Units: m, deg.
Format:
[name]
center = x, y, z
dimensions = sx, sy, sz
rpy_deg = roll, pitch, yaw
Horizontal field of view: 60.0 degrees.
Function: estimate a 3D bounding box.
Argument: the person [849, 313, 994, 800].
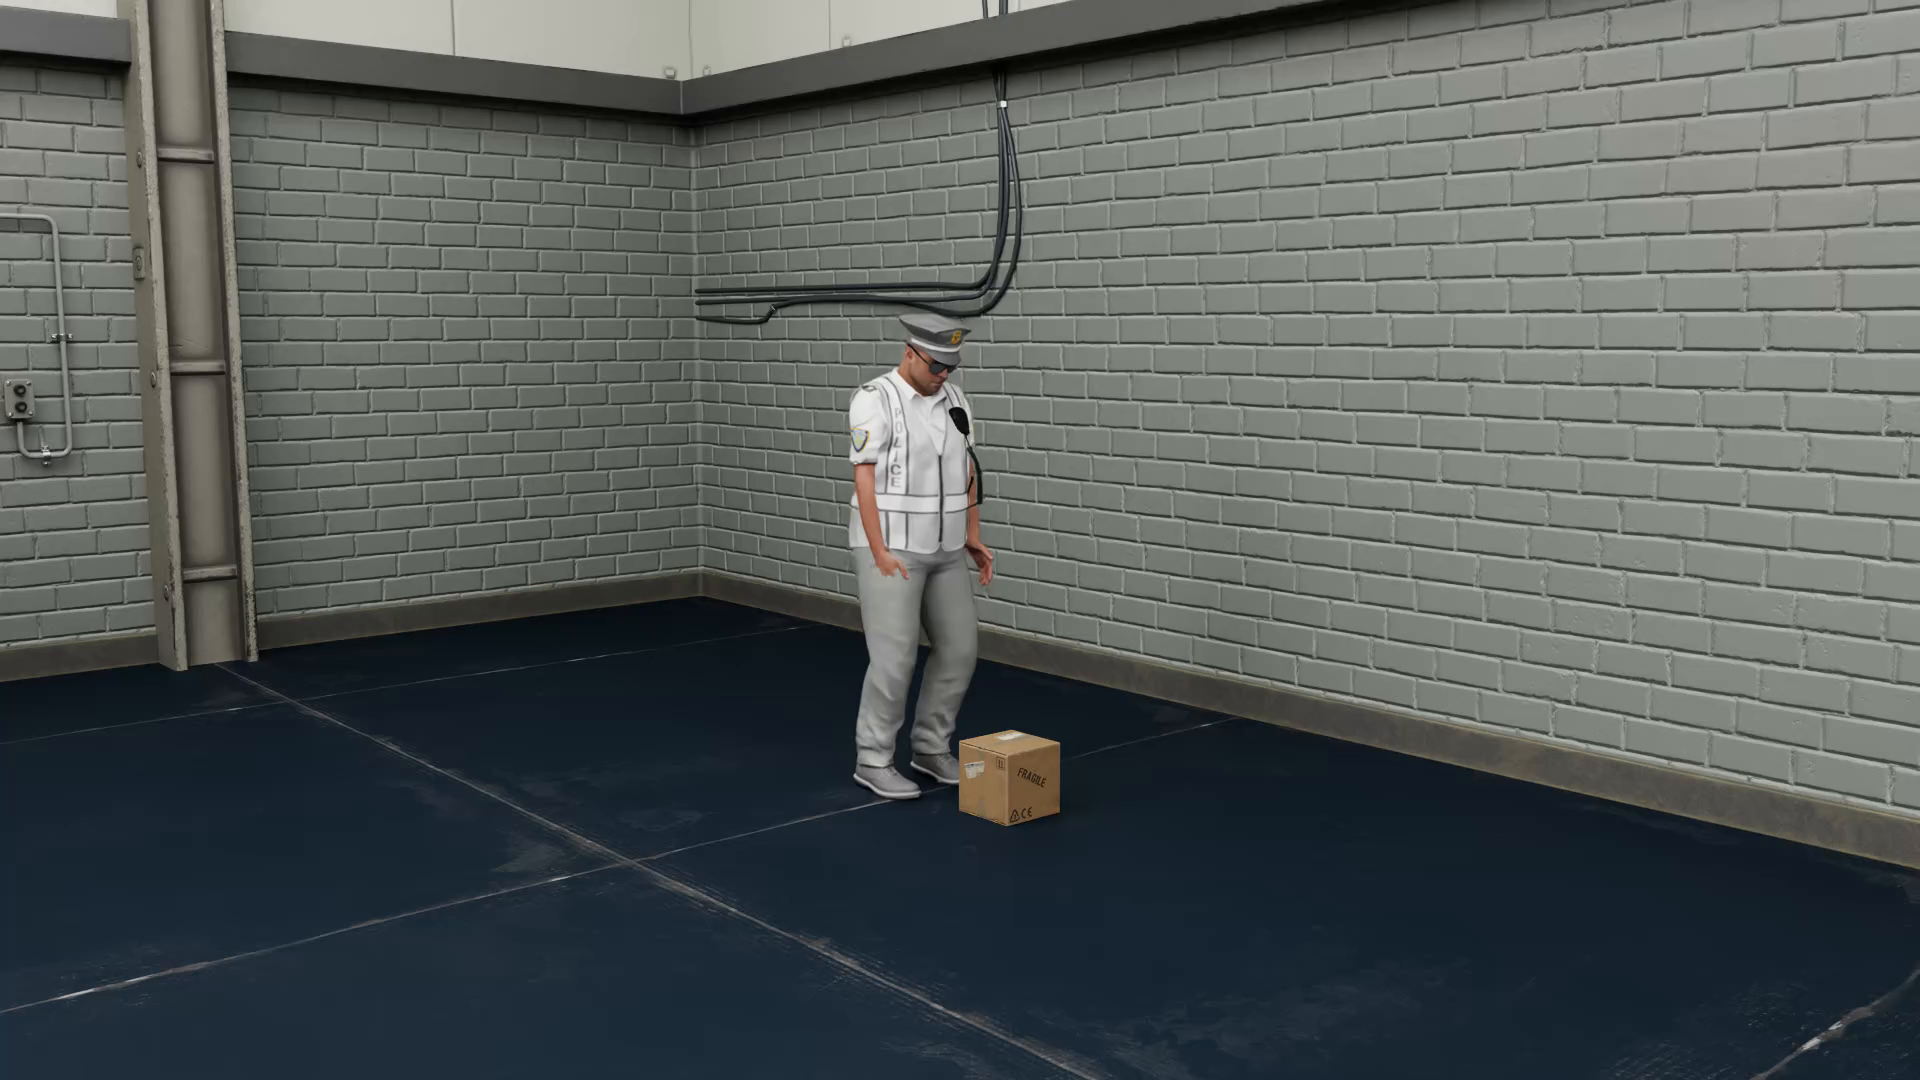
[person]
center = -0.151, 0.045, 6.053
dimensions = 0.544, 1.726, 0.424
rpy_deg = -6, 10, -40
